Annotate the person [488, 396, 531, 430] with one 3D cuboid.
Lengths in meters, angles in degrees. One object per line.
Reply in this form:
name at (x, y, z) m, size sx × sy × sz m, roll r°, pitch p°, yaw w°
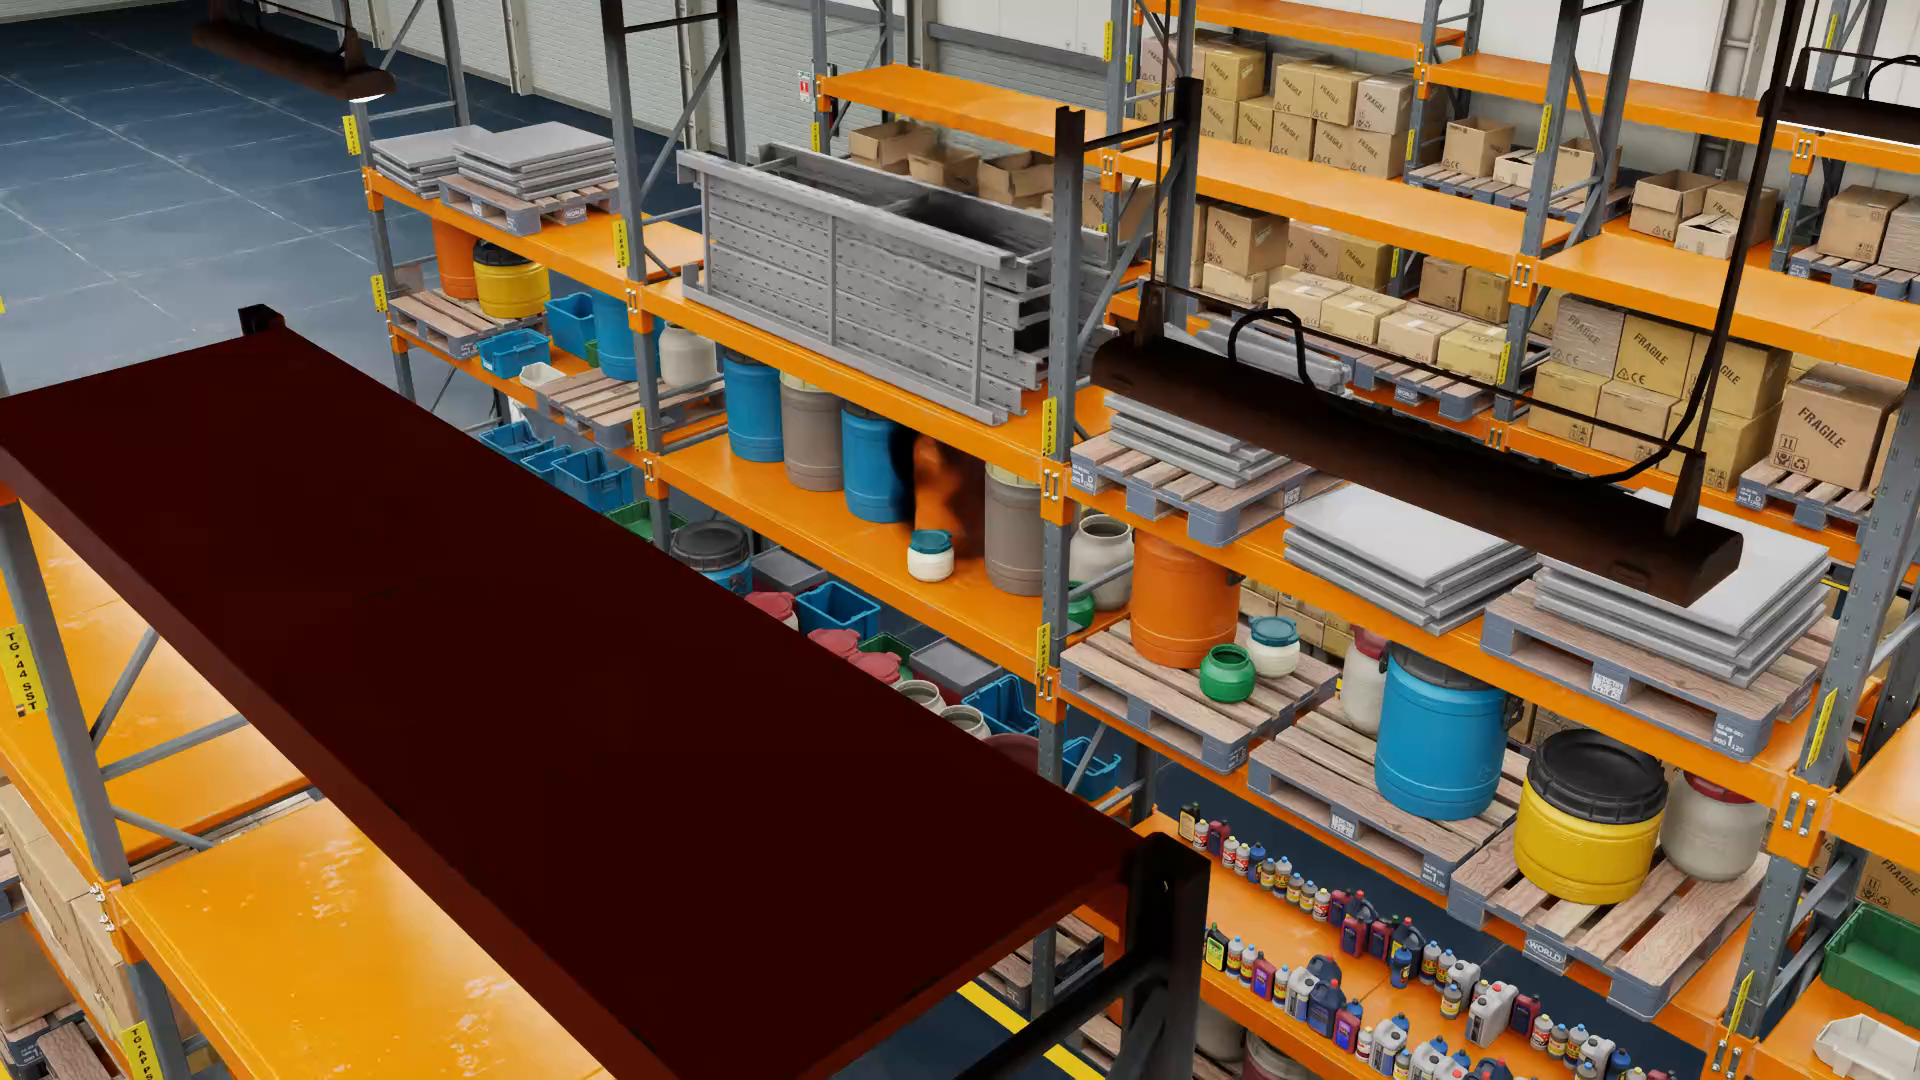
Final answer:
person at (-4.567, -1.026, 17.008) m, size 0.837 × 1.702 × 0.680 m, roll 5°, pitch 29°, yaw 10°
